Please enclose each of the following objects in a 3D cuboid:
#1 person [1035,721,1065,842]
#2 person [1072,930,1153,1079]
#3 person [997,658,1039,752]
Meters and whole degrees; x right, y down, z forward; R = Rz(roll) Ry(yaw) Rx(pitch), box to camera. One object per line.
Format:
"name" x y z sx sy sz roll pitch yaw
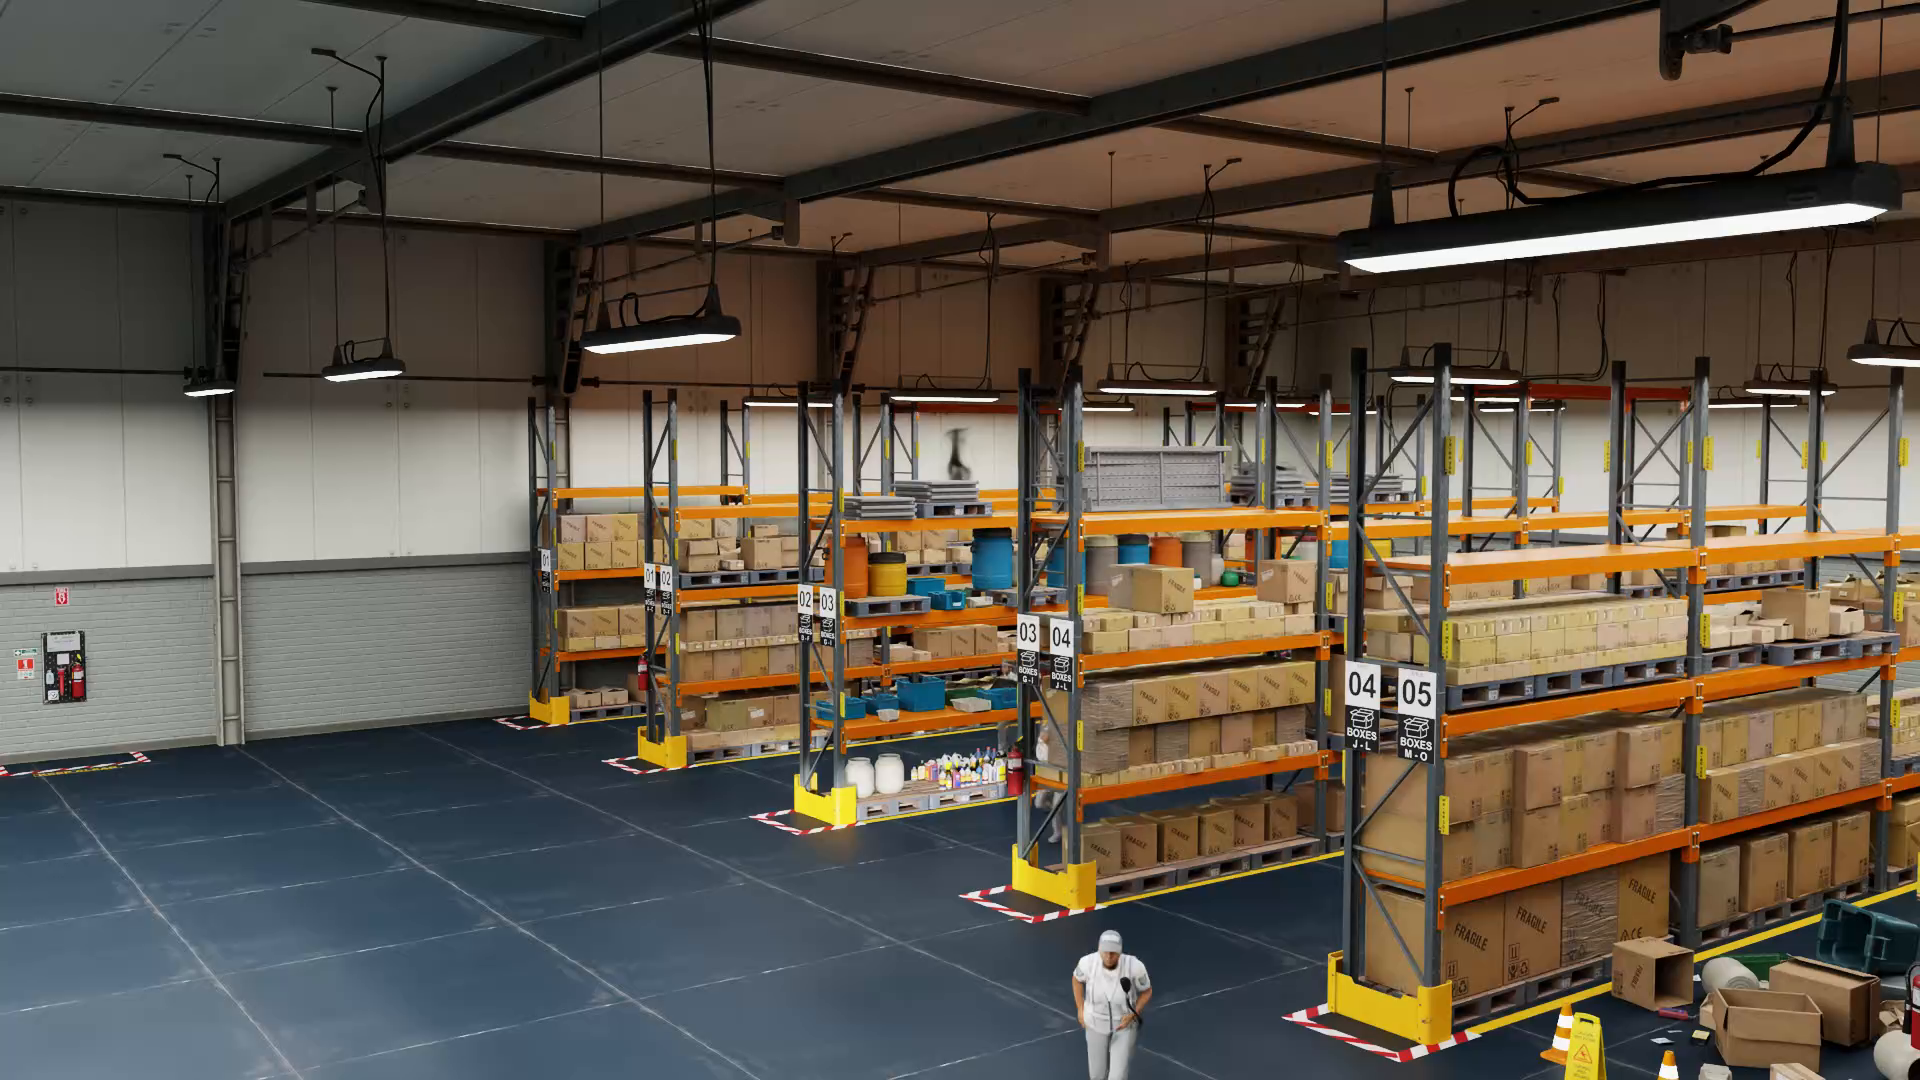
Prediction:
"person" 1.155 3.103 21.359 0.601 1.608 0.689 2 4 32
"person" 1.140 3.657 12.466 0.601 1.610 0.801 0 3 6
"person" 0.952 2.743 27.099 1.006 1.695 0.614 -3 4 -41
